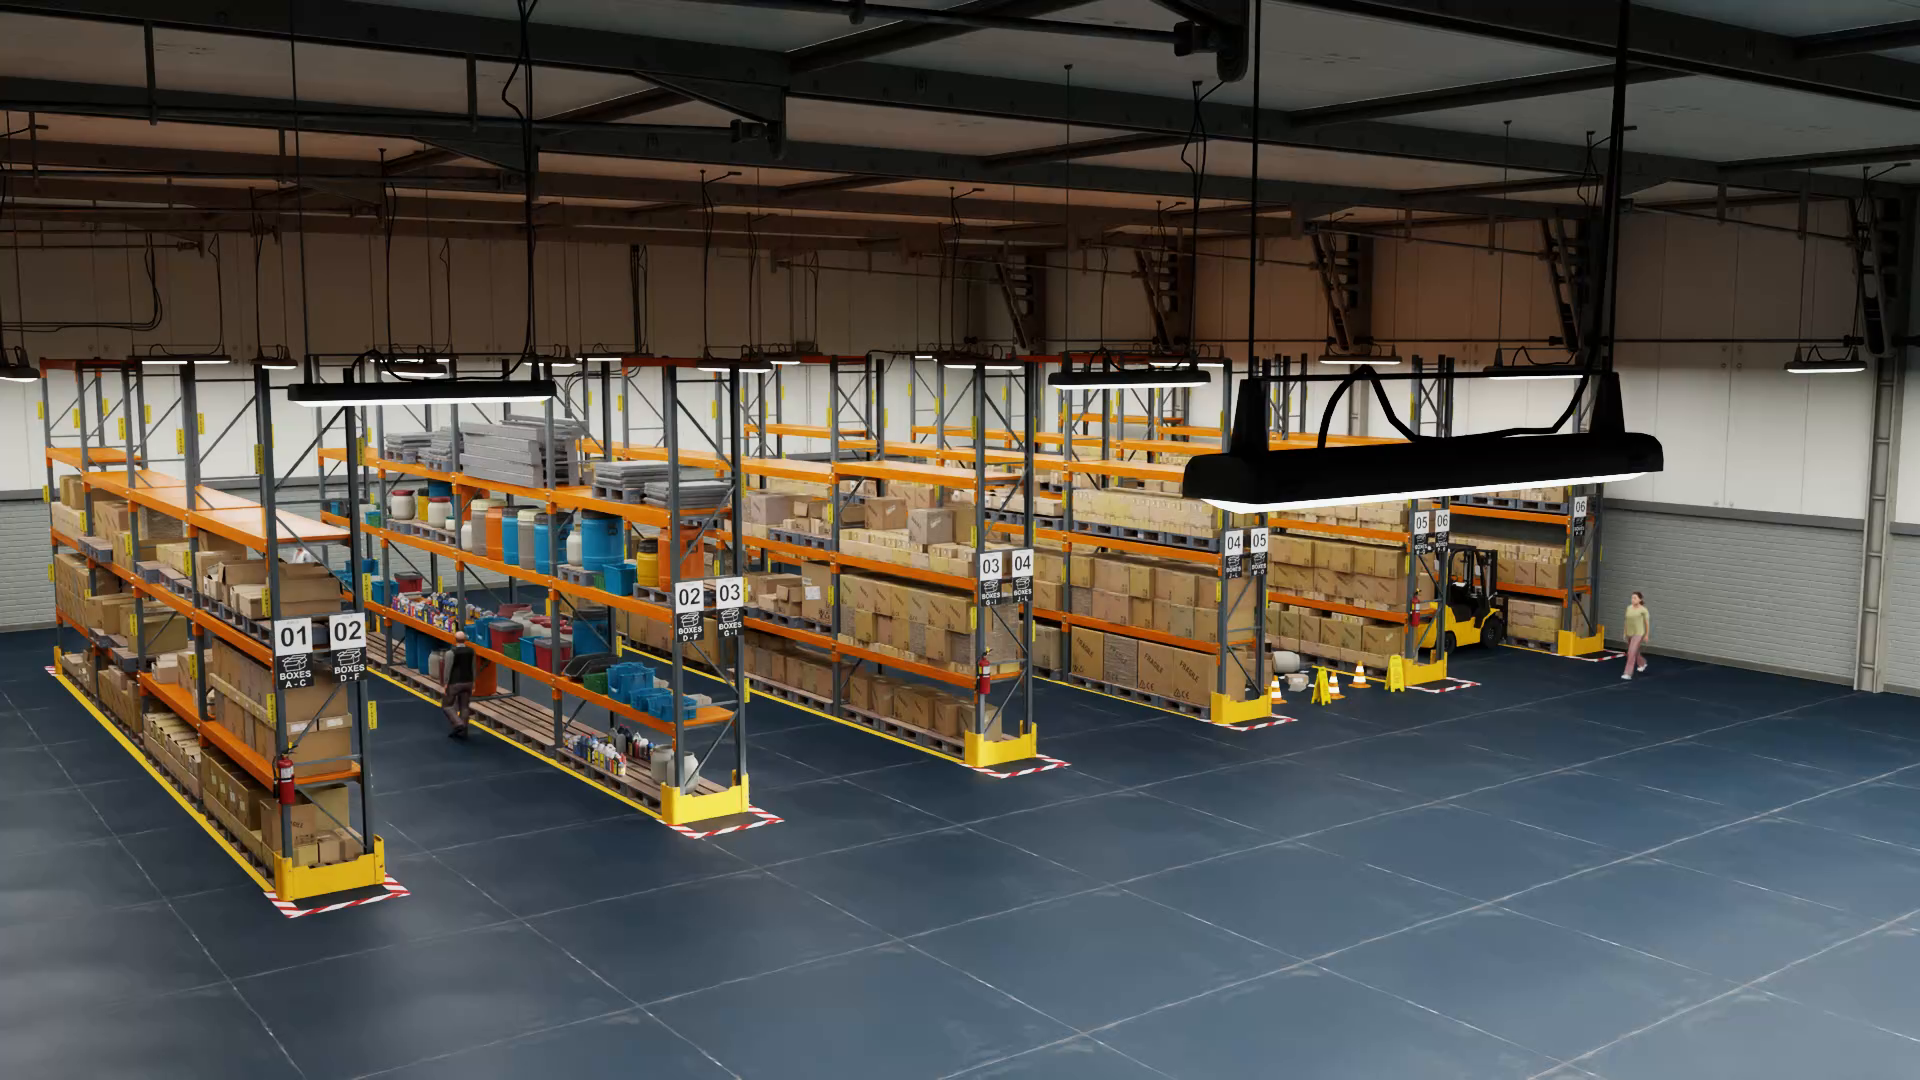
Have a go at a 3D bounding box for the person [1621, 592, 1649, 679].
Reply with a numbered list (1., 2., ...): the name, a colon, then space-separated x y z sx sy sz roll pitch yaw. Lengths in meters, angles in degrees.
1. person: 12.684 1.772 31.192 0.957 1.631 0.446 -5 8 -35

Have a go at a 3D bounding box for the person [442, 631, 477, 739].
1. person: -7.919 2.307 26.393 0.570 1.719 0.477 -6 9 -40

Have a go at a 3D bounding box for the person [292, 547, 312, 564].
1. person: -15.255 0.803 38.542 0.594 1.726 0.816 3 7 23
